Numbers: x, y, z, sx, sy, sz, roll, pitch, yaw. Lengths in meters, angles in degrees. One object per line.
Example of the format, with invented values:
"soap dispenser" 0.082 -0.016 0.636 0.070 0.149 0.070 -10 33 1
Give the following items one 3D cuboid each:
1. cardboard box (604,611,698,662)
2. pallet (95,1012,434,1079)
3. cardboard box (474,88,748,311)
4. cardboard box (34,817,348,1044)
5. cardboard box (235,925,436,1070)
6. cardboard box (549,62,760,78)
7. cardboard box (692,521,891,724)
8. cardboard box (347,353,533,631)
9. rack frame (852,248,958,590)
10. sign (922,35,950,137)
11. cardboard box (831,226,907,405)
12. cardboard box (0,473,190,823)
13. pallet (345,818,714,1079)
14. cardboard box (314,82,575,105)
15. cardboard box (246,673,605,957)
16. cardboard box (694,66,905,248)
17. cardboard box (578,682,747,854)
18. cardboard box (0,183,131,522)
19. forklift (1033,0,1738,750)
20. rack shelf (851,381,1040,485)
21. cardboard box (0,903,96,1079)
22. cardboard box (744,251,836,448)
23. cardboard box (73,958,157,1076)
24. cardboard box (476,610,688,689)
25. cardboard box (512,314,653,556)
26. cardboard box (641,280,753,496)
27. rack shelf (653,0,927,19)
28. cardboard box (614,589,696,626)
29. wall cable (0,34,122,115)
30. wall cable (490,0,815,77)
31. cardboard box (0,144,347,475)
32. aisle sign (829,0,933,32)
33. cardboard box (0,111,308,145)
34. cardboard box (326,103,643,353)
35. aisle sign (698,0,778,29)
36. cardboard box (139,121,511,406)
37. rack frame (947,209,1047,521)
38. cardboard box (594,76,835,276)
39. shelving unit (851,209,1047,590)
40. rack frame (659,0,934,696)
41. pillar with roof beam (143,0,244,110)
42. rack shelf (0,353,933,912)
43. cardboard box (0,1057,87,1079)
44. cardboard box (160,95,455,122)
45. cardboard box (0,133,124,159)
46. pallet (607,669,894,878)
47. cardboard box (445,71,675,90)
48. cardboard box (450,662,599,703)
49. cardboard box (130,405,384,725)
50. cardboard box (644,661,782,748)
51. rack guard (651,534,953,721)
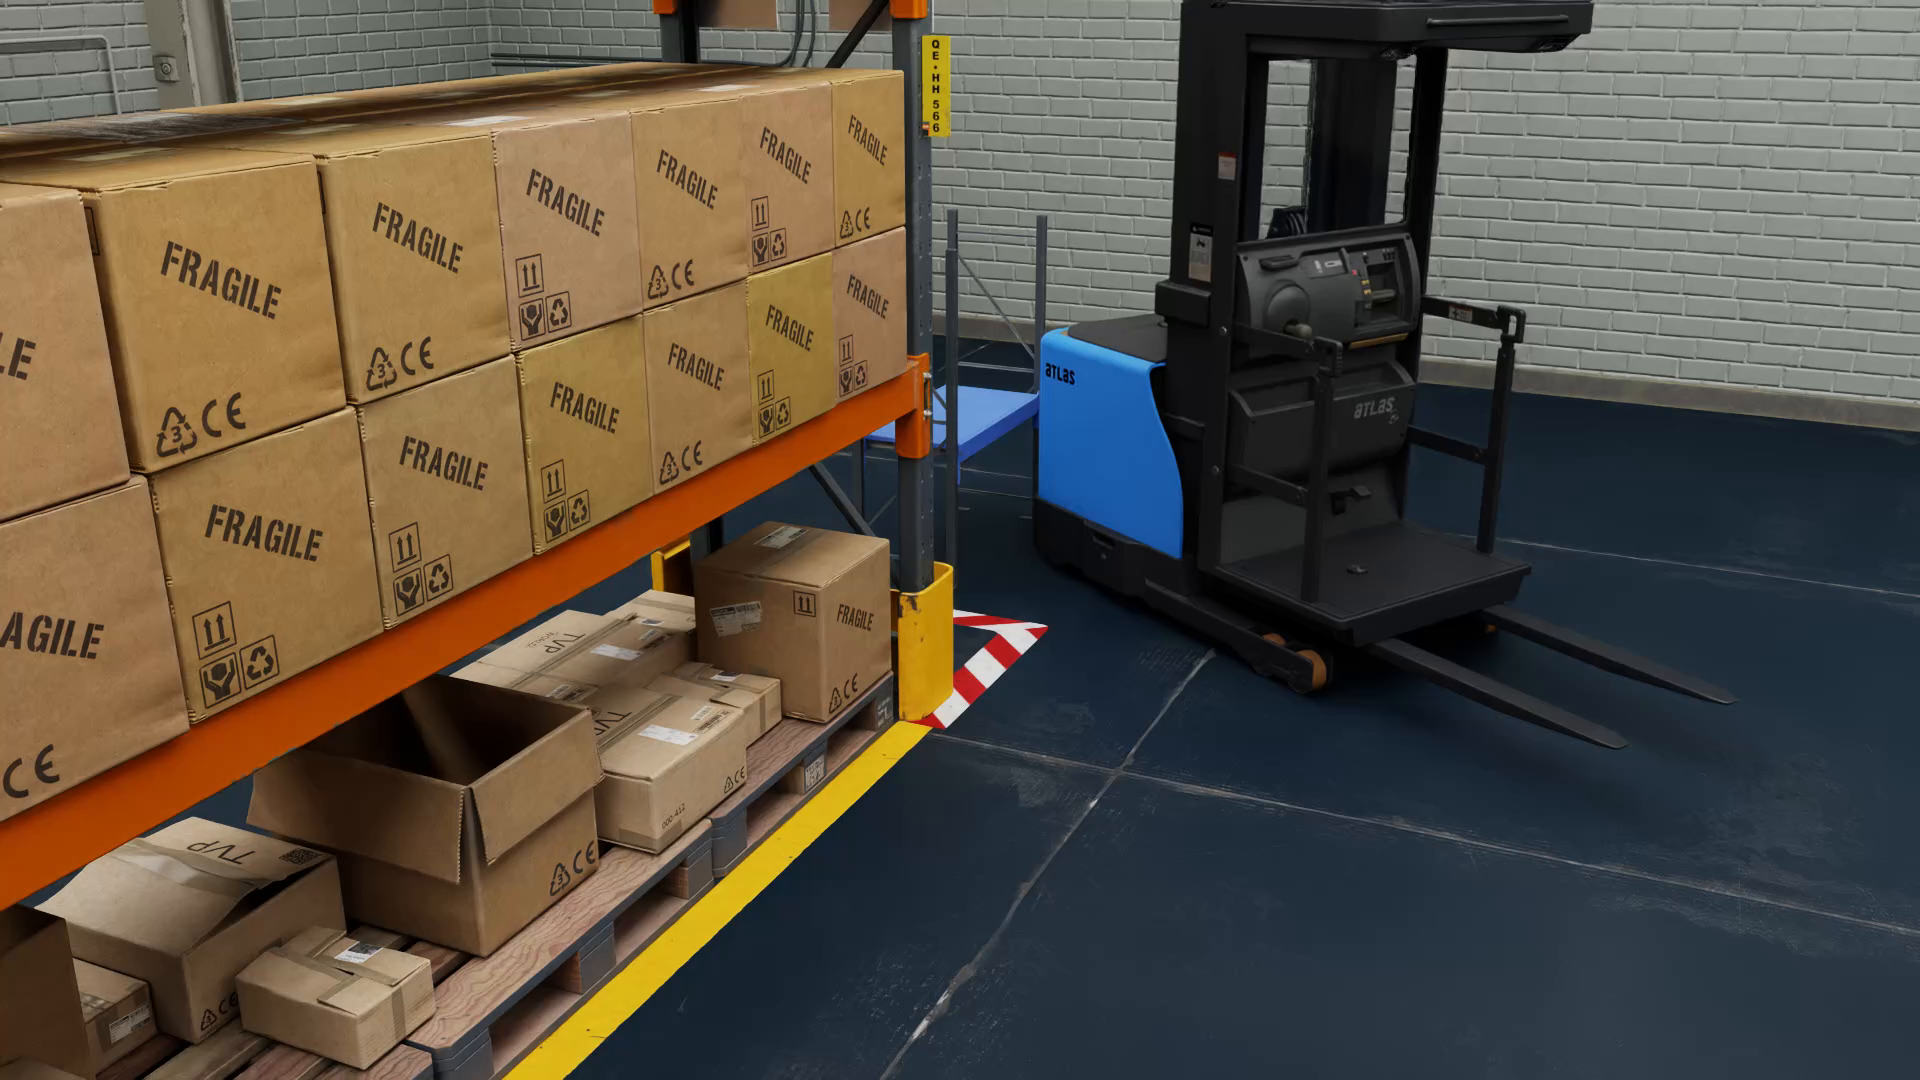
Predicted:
"cardboard box" -1.164 0.388 5.974 0.380 0.166 0.250 9 21 23
"pallet" -1.933 1.430 3.634 1.003 0.211 1.213 9 21 23
"cardboard box" -0.922 -0.928 4.460 0.500 0.500 0.500 9 22 24
"cardboard box" -1.933 0.943 4.198 0.500 0.311 0.500 9 21 23
"cardboard box" -1.500 1.089 4.003 0.380 0.166 0.250 9 21 23
"cardboard box" -0.999 -1.316 5.551 0.500 0.500 0.500 9 22 24
"cardboard box" -0.575 0.273 5.798 0.500 0.500 0.500 9 21 23
"cardboard box" -1.344 -0.150 3.764 0.500 0.500 0.500 8 21 22
"rack frame" -0.243 -0.525 7.207 0.500 1.500 0.032 9 21 23
"sign" -0.079 -1.509 5.537 0.100 0.325 0.005 9 21 23
"cardboard box" -0.512 -0.770 5.509 0.500 0.500 0.500 9 22 24
"cardboard box" -1.757 0.160 2.893 0.500 0.500 0.500 9 22 24
"pallet" -1.434 1.055 4.687 1.003 0.211 1.213 9 21 23
"cardboard box" -1.416 -1.003 4.671 0.500 0.500 0.500 9 21 23
"cardboard box" -1.450 0.719 4.539 0.797 0.503 0.637 9 21 23
"cardboard box" -0.508 -1.242 5.342 0.500 0.500 0.500 8 21 22
"cardboard box" -0.991 0.677 5.035 0.500 0.250 0.500 9 21 23
"cardboard box" -1.765 -0.298 2.689 0.500 0.500 0.500 9 22 24
"forklift" 1.575 -0.978 6.343 1.130 2.935 3.031 -13 23 -31
"rack shelf" -0.035 -0.511 7.704 0.538 0.185 1.000 9 21 23
"cardboard box" -2.240 1.083 3.521 0.500 0.500 0.500 9 21 23
"cardboard box" -0.721 -0.611 5.061 0.500 0.500 0.500 9 21 23
"cardboard box" -2.141 1.125 3.926 0.380 0.149 0.250 9 21 23
"cardboard box" -1.263 0.471 5.615 0.500 0.250 0.500 9 21 23
"cardboard box" -1.137 -0.305 4.201 0.500 0.500 0.500 8 21 22
"cardboard box" -0.930 -0.459 4.635 0.500 0.500 0.500 9 21 23
"rack shelf" -1.396 -1.360 3.914 1.077 0.370 4.000 9 21 23
"cardboard box" -1.062 0.319 6.192 0.380 0.149 0.250 9 21 23
"wall cable" -5.436 -2.576 9.219 0.084 1.984 1.851 9 21 23
"wall cable" -2.455 -4.619 12.162 3.097 2.526 0.112 9 21 23
"cardboard box" -1.554 -0.456 3.133 0.500 0.500 0.500 8 21 21
"aisle sign" -0.269 -2.101 5.520 0.394 0.787 0.004 9 21 23
"cardboard box" -1.830 -0.694 3.802 0.500 0.500 0.500 9 21 23
"cardboard box" -1.133 -0.771 4.019 0.500 0.500 0.500 9 22 24
"aisle sign" -0.817 -2.183 5.752 0.394 0.787 0.004 9 21 23
"cardboard box" -1.343 -0.613 3.575 0.500 0.500 0.500 8 21 21
"rack frame" 0.173 -0.836 8.081 0.500 1.500 0.032 9 21 23
"cardboard box" -0.714 -1.087 4.908 0.500 0.500 0.500 9 22 24
"shelving unit" -0.035 -0.681 7.644 0.538 1.500 1.048 9 21 23
"rack frame" -0.577 -0.897 6.015 1.000 3.000 0.127 9 21 23
"pillar with roof beam" -0.854 -4.756 7.912 9.100 9.000 0.400 9 21 23
"rack shelf" -1.396 0.053 4.417 1.077 0.370 4.000 9 21 23
"cardboard box" -1.846 1.286 3.231 0.500 0.311 0.500 9 21 23
"cardboard box" -1.623 -0.848 4.234 0.500 0.500 0.500 8 21 22
"cardboard box" -2.037 -0.540 3.369 0.500 0.500 0.500 8 21 22
"pallet" -0.934 0.684 5.732 1.003 0.211 1.213 9 21 23
"cardboard box" -1.206 -1.155 5.099 0.500 0.500 0.500 9 21 23
"cardboard box" -1.468 0.624 5.185 0.500 0.250 0.500 9 21 23
"cardboard box" -1.551 0.003 3.335 0.500 0.500 0.500 9 21 24
"cardboard box" -0.823 0.542 5.541 0.380 0.166 0.250 9 21 23
"rack guard" -0.608 0.304 6.369 1.175 0.500 0.348 9 21 23
